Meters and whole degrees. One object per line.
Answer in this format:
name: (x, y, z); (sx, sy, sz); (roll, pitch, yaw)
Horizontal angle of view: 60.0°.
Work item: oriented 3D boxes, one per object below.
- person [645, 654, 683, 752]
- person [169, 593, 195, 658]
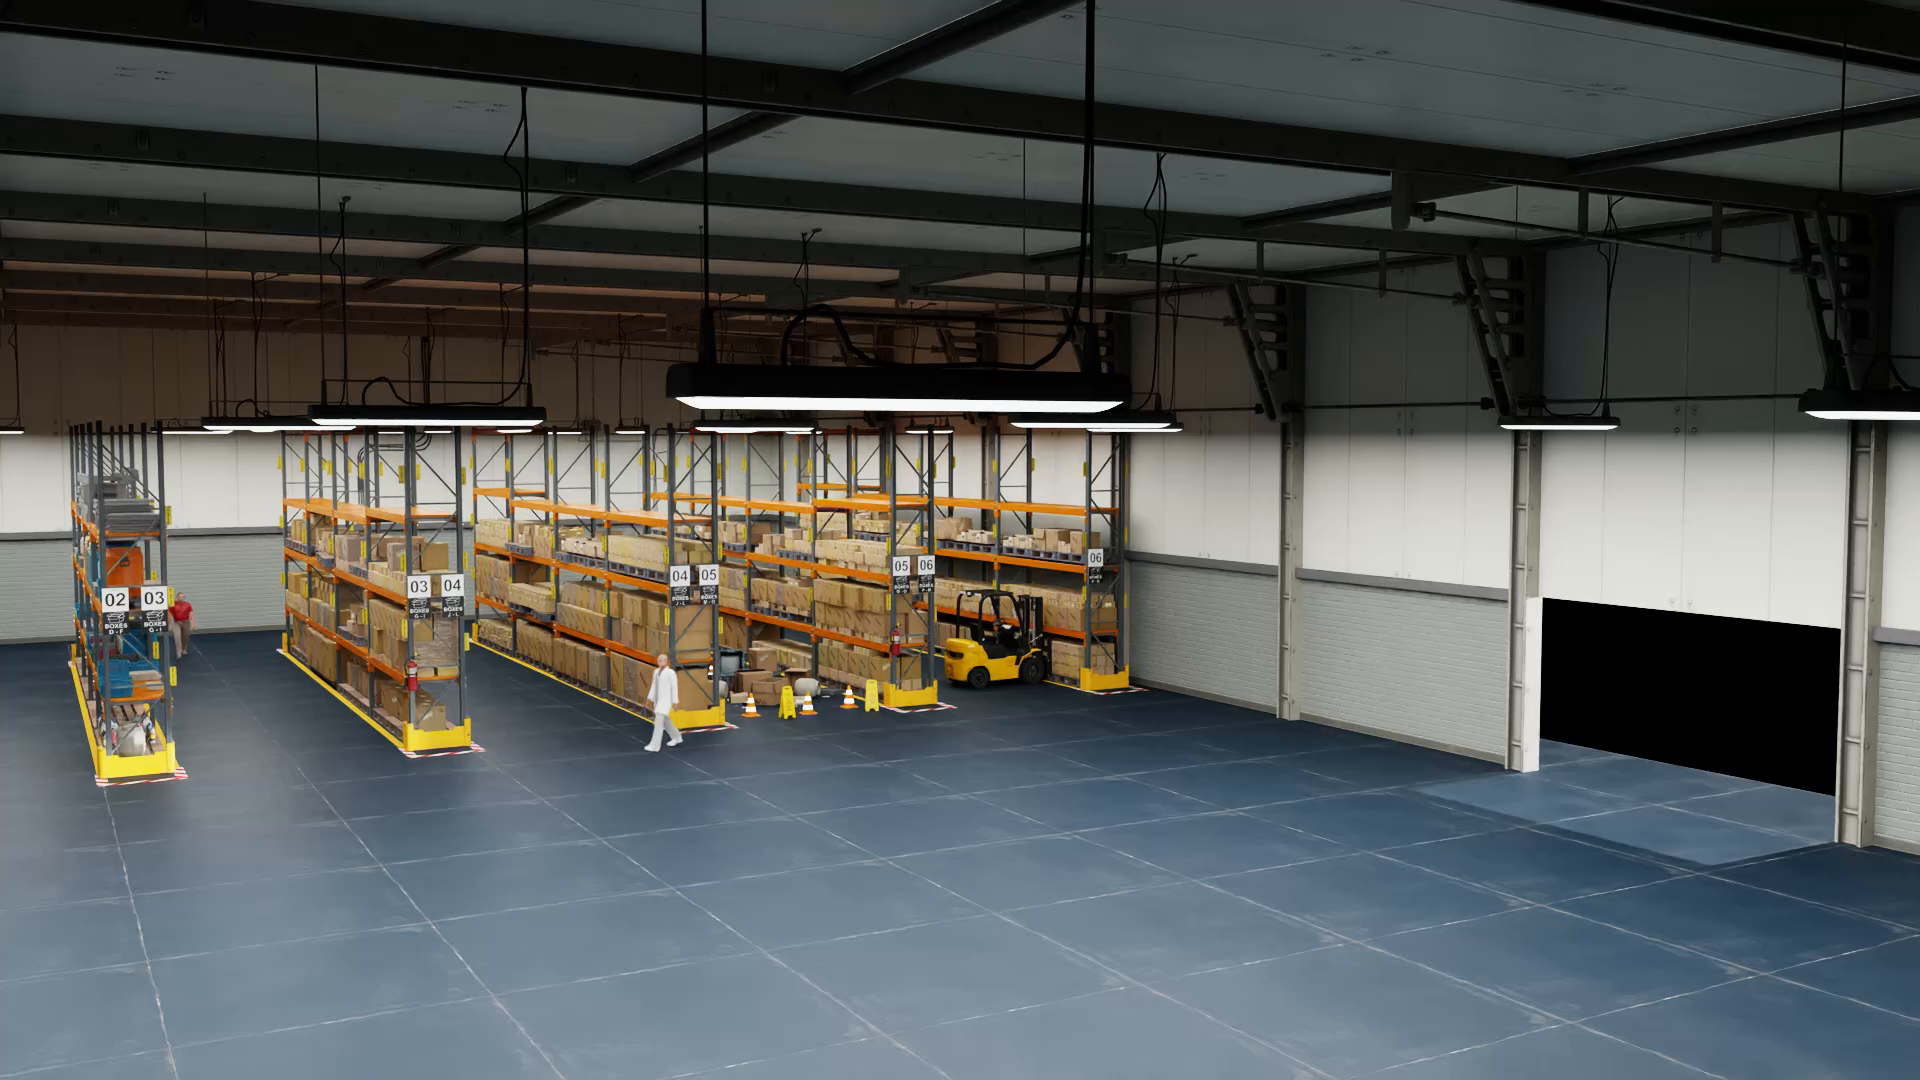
person: (-5.468, 2.970, 30.496); (1.006, 1.745, 0.570); (-3, 5, -42)
person: (-20.262, 2.198, 43.250); (0.654, 1.659, 1.074); (-2, 4, -29)
